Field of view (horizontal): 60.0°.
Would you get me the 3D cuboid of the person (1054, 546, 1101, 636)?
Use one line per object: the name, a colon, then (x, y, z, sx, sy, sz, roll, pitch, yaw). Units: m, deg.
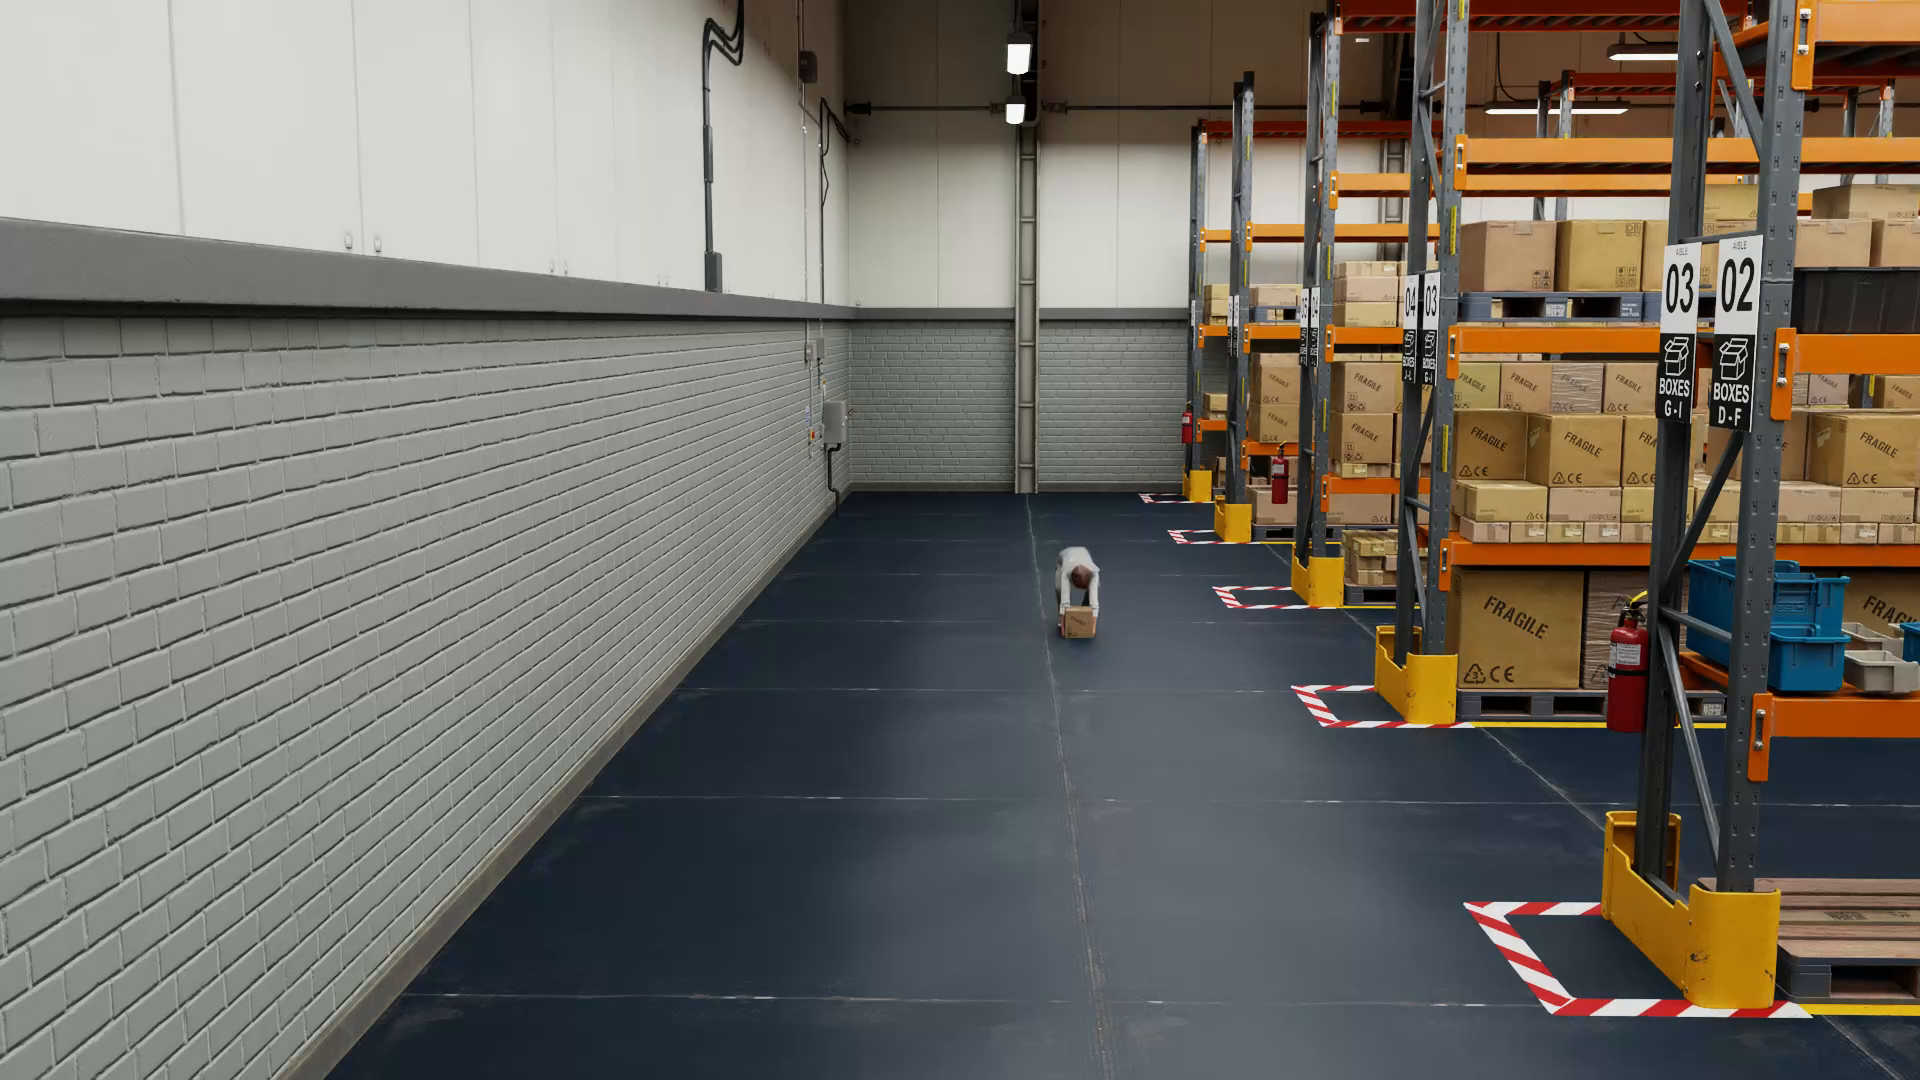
person: (1.099, 0.493, 15.542, 0.422, 0.734, 0.871, 0, 7, -1)
